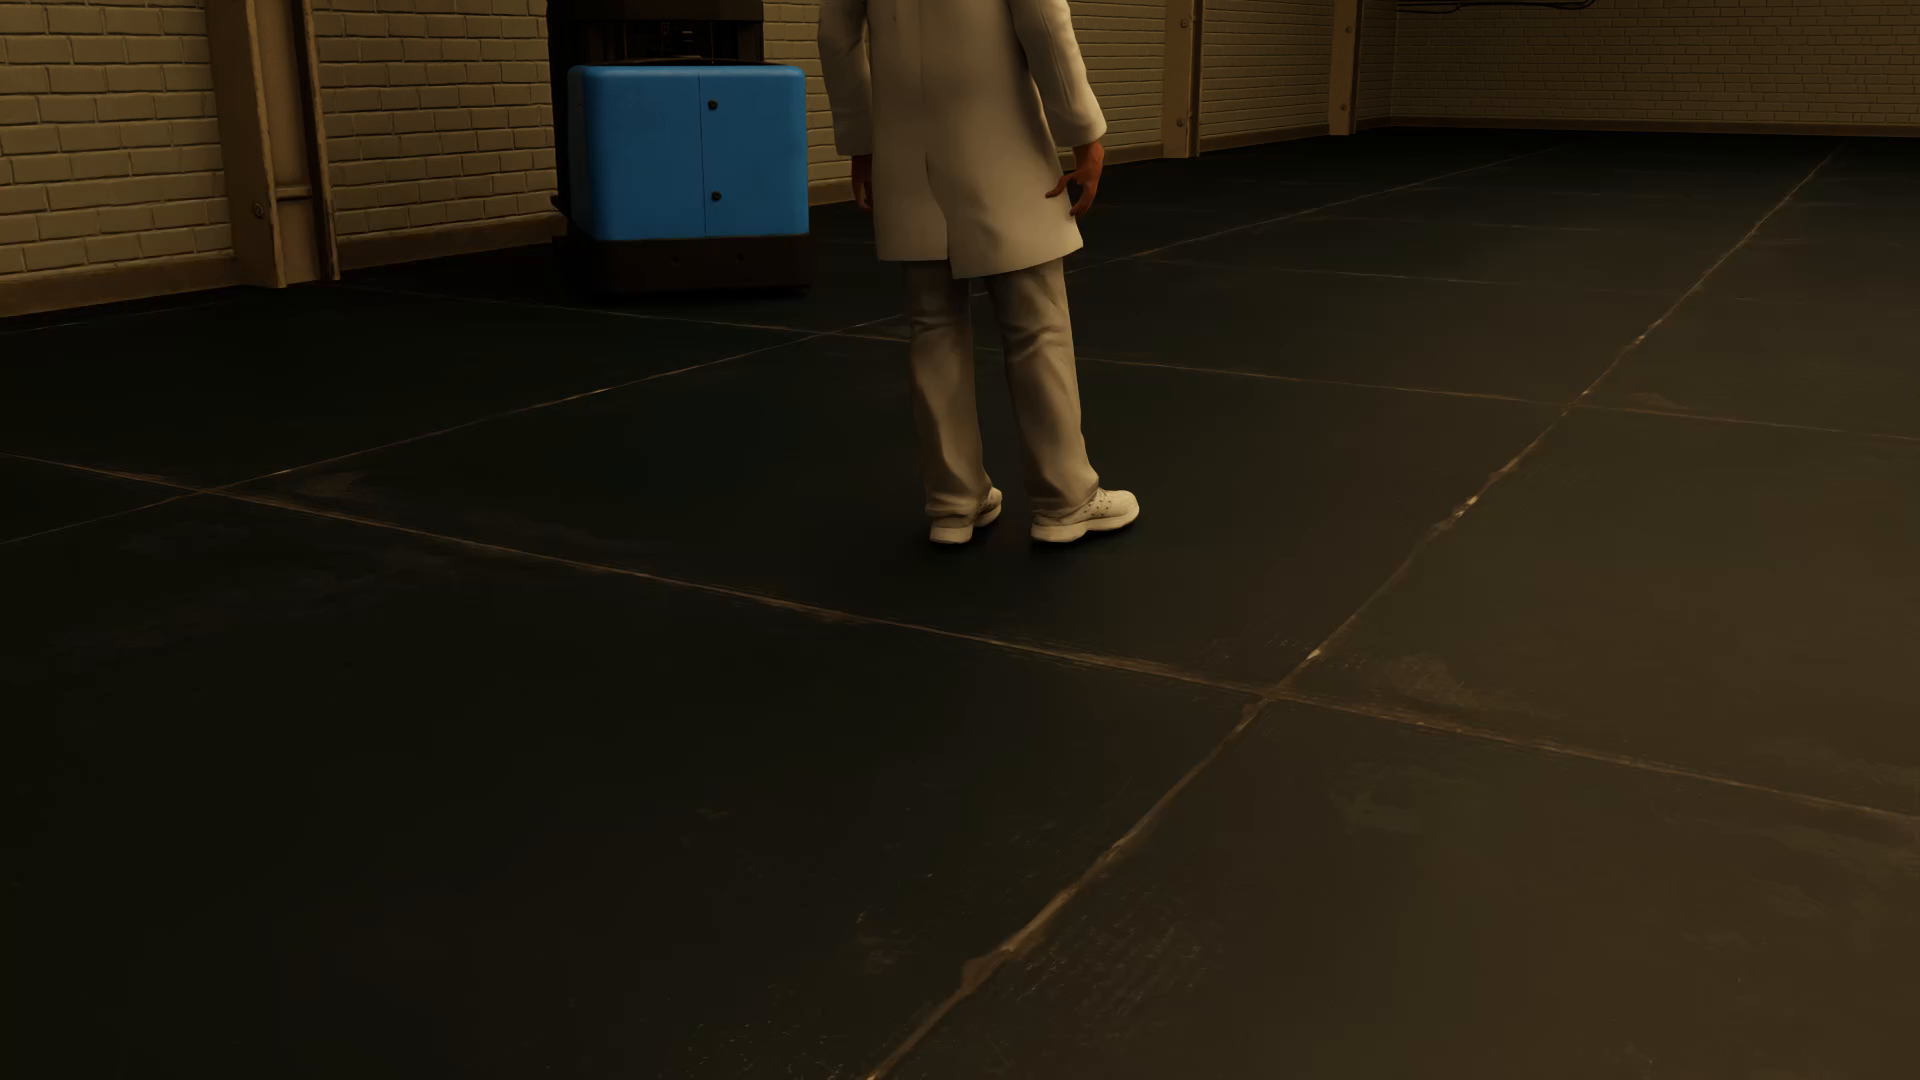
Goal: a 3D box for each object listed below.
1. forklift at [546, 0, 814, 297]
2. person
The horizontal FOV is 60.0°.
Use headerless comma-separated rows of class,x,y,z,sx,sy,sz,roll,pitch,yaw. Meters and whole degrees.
forklift,-1.637,-2.913,8.745,1.130,2.935,3.031,-5,17,-17
person,0.048,-0.882,3.862,0.696,1.778,0.578,9,19,28
